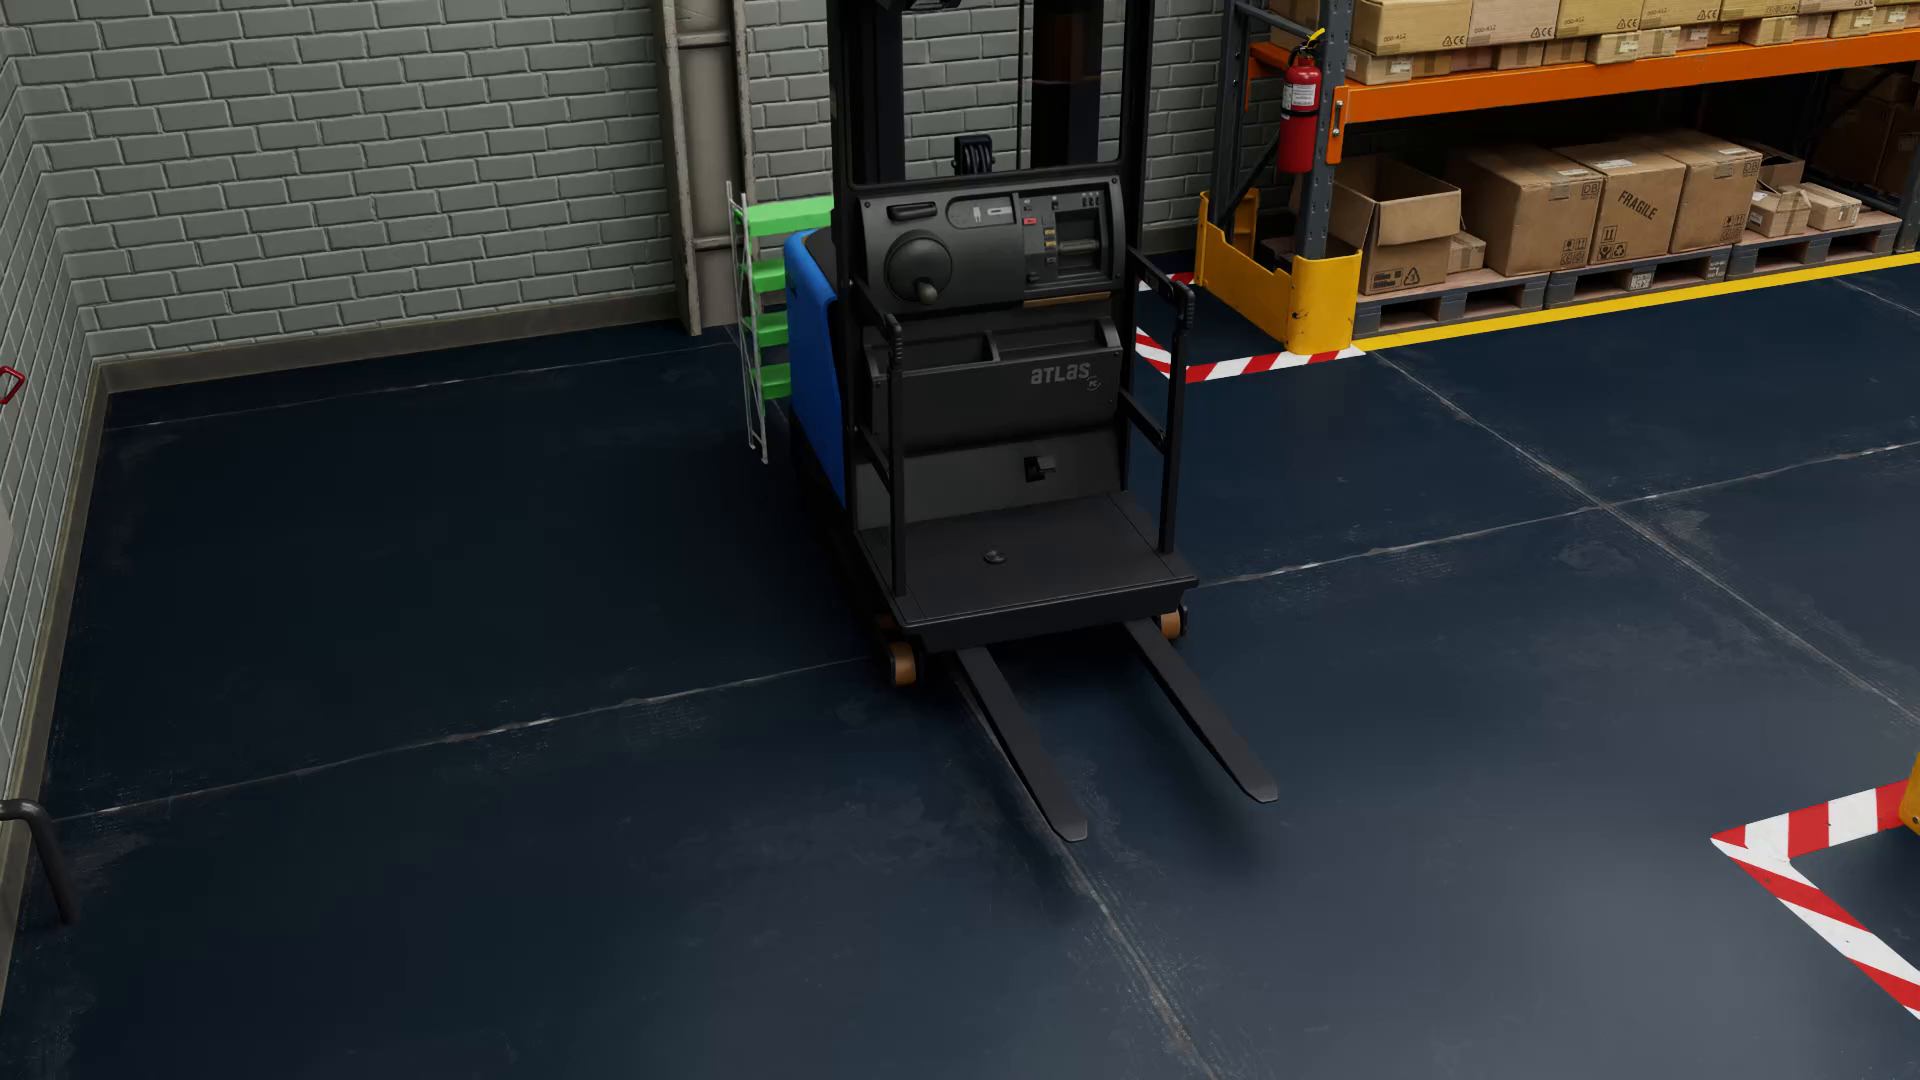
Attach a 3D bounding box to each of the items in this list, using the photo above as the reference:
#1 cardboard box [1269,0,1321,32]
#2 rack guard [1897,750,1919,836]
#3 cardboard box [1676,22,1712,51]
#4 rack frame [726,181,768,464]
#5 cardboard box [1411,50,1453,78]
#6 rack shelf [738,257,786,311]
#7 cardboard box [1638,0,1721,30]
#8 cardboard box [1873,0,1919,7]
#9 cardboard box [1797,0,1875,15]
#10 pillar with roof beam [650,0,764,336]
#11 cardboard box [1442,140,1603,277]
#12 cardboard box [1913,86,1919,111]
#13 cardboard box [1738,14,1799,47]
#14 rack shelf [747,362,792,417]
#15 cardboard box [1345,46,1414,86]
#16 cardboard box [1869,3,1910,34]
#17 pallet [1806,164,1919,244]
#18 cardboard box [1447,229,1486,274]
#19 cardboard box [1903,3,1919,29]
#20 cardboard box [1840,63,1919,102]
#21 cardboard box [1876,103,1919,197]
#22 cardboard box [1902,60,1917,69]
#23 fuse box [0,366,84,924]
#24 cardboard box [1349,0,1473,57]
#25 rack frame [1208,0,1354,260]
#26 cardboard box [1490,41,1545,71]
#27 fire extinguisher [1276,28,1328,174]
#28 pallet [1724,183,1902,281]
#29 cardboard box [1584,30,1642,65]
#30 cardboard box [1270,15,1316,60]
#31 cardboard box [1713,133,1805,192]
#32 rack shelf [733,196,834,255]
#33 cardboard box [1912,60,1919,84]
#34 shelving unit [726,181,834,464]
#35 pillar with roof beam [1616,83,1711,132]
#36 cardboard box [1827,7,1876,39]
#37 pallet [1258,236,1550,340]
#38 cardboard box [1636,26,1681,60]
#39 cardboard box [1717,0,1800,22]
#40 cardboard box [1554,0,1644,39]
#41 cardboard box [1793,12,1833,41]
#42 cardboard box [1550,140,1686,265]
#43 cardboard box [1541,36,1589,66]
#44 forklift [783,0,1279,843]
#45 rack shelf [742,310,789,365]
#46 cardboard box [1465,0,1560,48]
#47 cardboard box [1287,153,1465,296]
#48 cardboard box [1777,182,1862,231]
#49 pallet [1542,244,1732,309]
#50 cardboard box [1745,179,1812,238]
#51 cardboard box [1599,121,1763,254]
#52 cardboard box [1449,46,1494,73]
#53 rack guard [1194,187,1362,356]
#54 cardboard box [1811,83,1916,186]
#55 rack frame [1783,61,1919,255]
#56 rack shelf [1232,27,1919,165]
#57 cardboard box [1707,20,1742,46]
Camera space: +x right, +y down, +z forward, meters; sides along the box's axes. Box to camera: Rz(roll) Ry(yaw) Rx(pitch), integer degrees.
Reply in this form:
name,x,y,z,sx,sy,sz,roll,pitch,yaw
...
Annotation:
name,x,y,z,sx,sy,sz,roll,pitch,yaw
cardboard box,1.918,-2.778,8.447,0.500,0.250,0.500,-10,31,-16
rack guard,3.291,0.881,4.698,0.348,0.500,1.175,-10,31,-18
cardboard box,3.665,-2.662,8.646,0.250,0.149,0.380,-11,31,-18
rack frame,-0.912,-0.920,7.136,0.015,1.200,0.240,-12,28,-20
cardboard box,2.206,-2.397,8.181,0.250,0.149,0.380,-10,31,-16
rack shelf,-0.692,-1.125,7.141,0.480,0.148,0.258,-12,28,-20
cardboard box,3.517,-2.803,8.491,0.500,0.250,0.500,-11,32,-19
cardboard box,4.936,-3.065,8.950,0.500,0.250,0.500,-10,31,-16
cardboard box,4.472,-2.971,8.786,0.500,0.250,0.500,-10,31,-17
pillar with roof beam,0.239,-3.073,3.054,0.400,9.000,9.100,-10,31,-18
cardboard box,3.001,-1.799,8.978,0.500,0.500,0.700,-9,31,-16
cardboard box,5.758,-2.518,9.586,0.250,0.149,0.380,-9,31,-15
cardboard box,4.161,-2.719,8.747,0.250,0.149,0.380,-11,31,-18
rack shelf,-0.680,-0.695,7.354,0.480,0.148,0.258,-12,28,-20
cardboard box,1.983,-2.332,8.066,0.250,0.149,0.380,-11,31,-18
cardboard box,4.881,-2.865,9.003,0.250,0.149,0.380,-10,31,-16
pallet,6.078,-2.148,10.307,1.213,0.211,1.003,-10,31,-18
cardboard box,2.598,-1.572,8.935,0.250,0.149,0.380,-12,32,-20
cardboard box,5.118,-2.920,9.099,0.250,0.149,0.380,-10,31,-17
cardboard box,5.573,-2.777,10.040,0.250,0.149,0.380,-12,32,-20
cardboard box,5.860,-2.277,9.818,0.500,0.500,0.500,-9,31,-15
cardboard box,5.818,-2.825,10.124,0.250,0.149,0.380,-10,31,-18
fuse box,-2.558,0.335,4.433,0.414,1.711,0.539,-10,31,-18
cardboard box,2.099,-2.529,8.009,0.500,0.250,0.500,-10,31,-17
rack frame,1.580,-2.511,8.128,0.127,3.000,1.000,-10,31,-18
cardboard box,2.698,-2.474,8.315,0.250,0.149,0.380,-9,31,-16
fire extinguisher,1.603,-2.076,7.818,0.183,0.674,0.296,-10,31,-18
pallet,4.685,-1.872,9.823,1.213,0.211,1.003,-10,31,-18
cardboard box,3.208,-2.531,8.416,0.250,0.149,0.380,-11,32,-19
cardboard box,1.797,-2.584,8.509,0.250,0.149,0.380,-11,31,-18
cardboard box,4.627,-2.211,9.893,0.500,0.311,0.500,-9,31,-16
rack shelf,-0.698,-1.340,7.035,0.480,0.148,0.258,-12,28,-20
cardboard box,5.736,-2.676,9.562,0.250,0.149,0.380,-11,31,-18
shelving unit,-0.687,-0.967,7.219,0.503,1.200,0.258,-12,28,-20
pillar with roof beam,5.863,-4.109,4.872,0.400,9.000,9.100,-10,31,-18
cardboard box,4.646,-2.809,8.904,0.250,0.149,0.380,-10,31,-16
pallet,2.398,-1.451,9.083,1.213,0.211,1.003,-10,31,-18
cardboard box,3.448,-2.586,8.512,0.250,0.149,0.380,-10,31,-16
cardboard box,4.000,-2.891,8.646,0.500,0.250,0.500,-11,31,-18
cardboard box,3.045,-2.705,8.318,0.500,0.250,0.500,-11,31,-19
cardboard box,4.391,-2.777,8.847,0.250,0.149,0.380,-10,31,-16
cardboard box,3.531,-1.844,9.057,0.500,0.500,0.500,-10,31,-17
cardboard box,2.945,-2.522,8.400,0.250,0.149,0.380,-10,31,-17
forklift,0.185,-0.976,5.503,1.130,2.935,3.031,-9,31,-15
rack shelf,-0.686,-0.910,7.247,0.480,0.148,0.258,-12,28,-20
cardboard box,2.571,-2.616,8.162,0.500,0.250,0.500,-10,31,-17
cardboard box,2.186,-1.671,8.750,0.637,0.503,0.797,-12,32,-20
cardboard box,4.909,-1.913,9.533,0.250,0.149,0.380,-11,32,-19
pallet,3.539,-1.659,9.450,1.213,0.211,1.003,-10,31,-18
cardboard box,4.574,-1.902,9.396,0.258,0.266,0.396,-9,31,-16
cardboard box,3.974,-1.978,9.292,0.500,0.500,0.700,-12,32,-19
cardboard box,2.440,-2.458,8.289,0.250,0.149,0.380,-11,31,-18
rack guard,1.651,-1.438,8.769,0.348,0.500,1.175,-10,31,-18
cardboard box,5.686,-2.520,10.244,0.500,0.500,0.500,-11,31,-18
rack frame,5.329,-3.202,9.340,0.127,3.000,1.000,-10,31,-18
rack shelf,3.454,-2.544,8.912,4.000,0.370,1.077,-10,31,-18
cardboard box,3.880,-2.727,8.760,0.250,0.149,0.380,-10,31,-17
